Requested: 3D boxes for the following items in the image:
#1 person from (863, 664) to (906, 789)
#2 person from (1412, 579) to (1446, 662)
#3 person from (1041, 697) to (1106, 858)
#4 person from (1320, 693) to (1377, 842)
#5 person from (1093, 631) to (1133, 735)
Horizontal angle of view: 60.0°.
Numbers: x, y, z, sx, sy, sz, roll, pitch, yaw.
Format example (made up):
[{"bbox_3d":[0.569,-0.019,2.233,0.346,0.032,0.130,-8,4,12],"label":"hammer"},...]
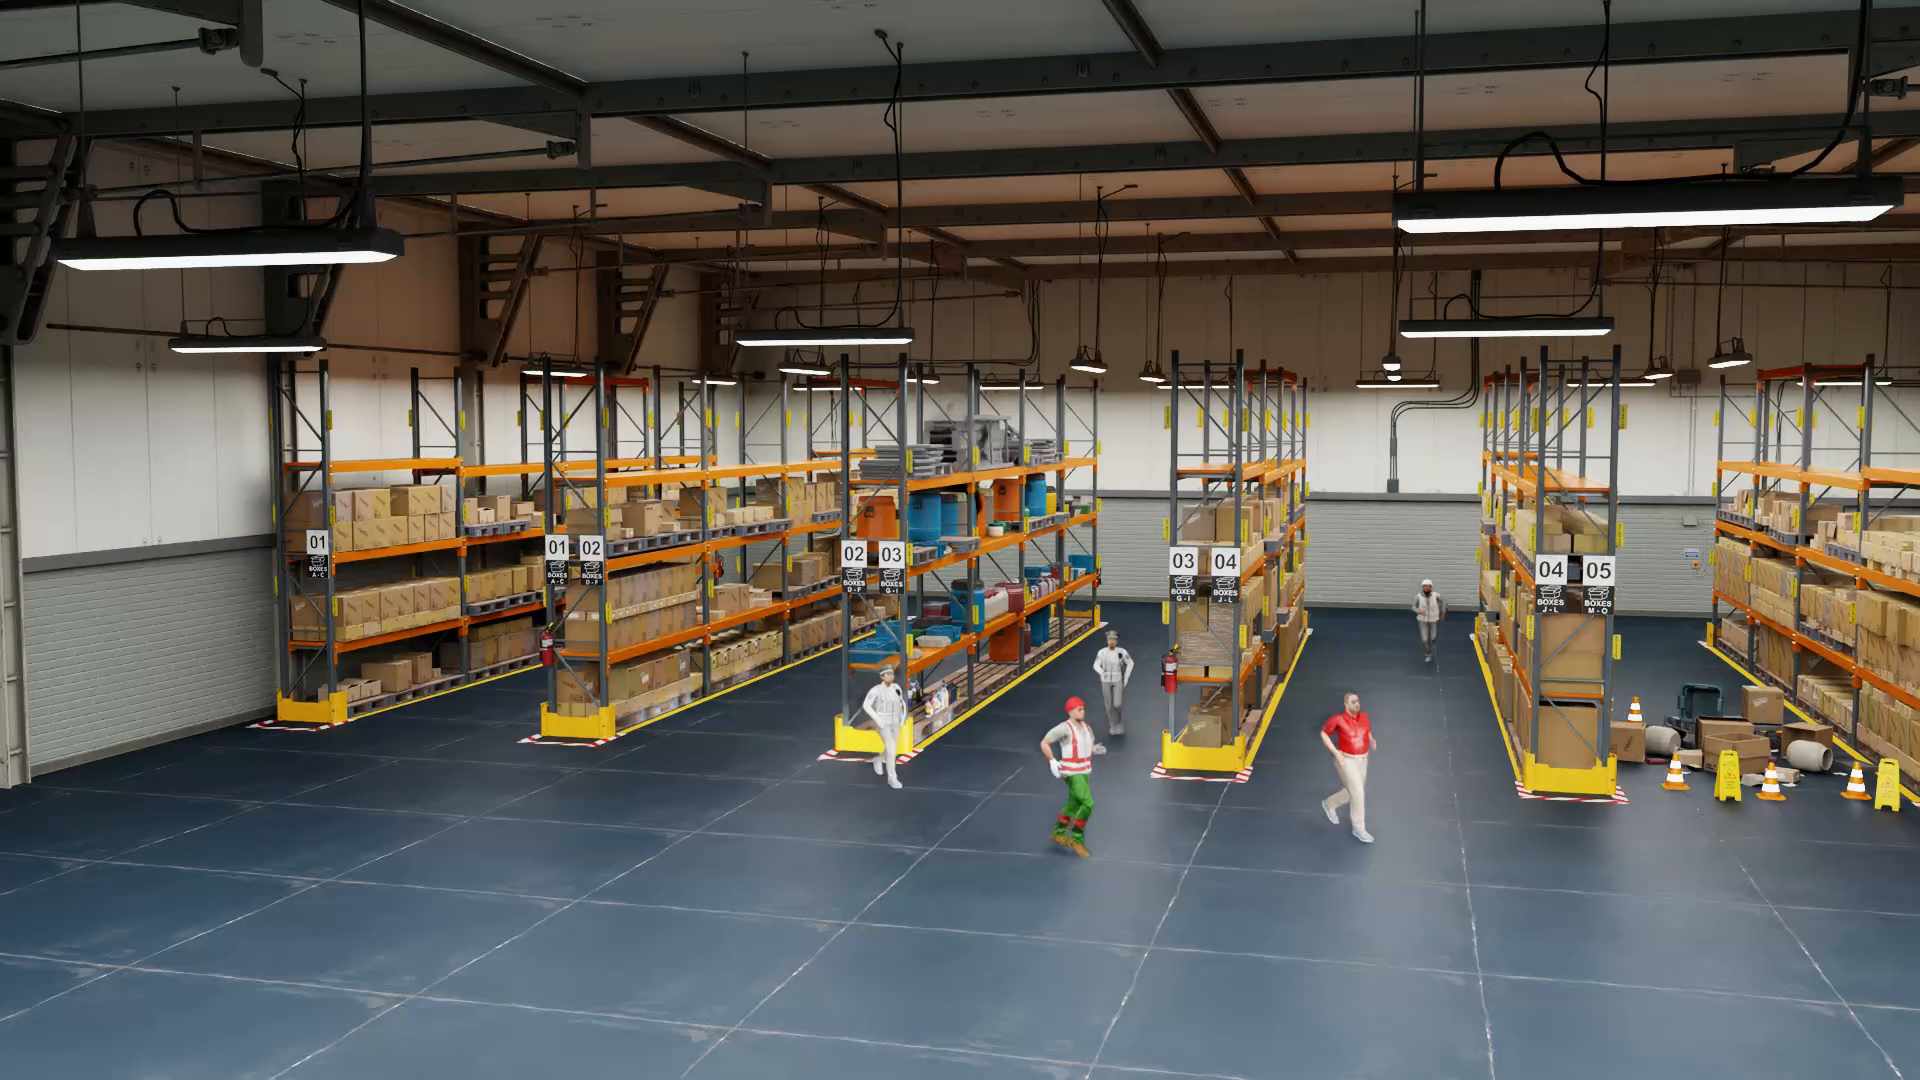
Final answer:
[{"bbox_3d":[-1.027,2.528,22.860,0.634,1.677,0.728,-3,5,-37],"label":"person"},{"bbox_3d":[9.736,1.671,34.517,0.698,1.725,0.655,1,4,12],"label":"person"},{"bbox_3d":[1.338,2.731,19.193,0.762,1.839,0.643,3,5,37],"label":"person"},{"bbox_3d":[4.715,2.706,20.103,0.650,1.741,0.888,-3,5,-32],"label":"person"},{"bbox_3d":[2.415,2.265,26.385,0.613,1.666,0.603,1,4,13],"label":"person"}]
